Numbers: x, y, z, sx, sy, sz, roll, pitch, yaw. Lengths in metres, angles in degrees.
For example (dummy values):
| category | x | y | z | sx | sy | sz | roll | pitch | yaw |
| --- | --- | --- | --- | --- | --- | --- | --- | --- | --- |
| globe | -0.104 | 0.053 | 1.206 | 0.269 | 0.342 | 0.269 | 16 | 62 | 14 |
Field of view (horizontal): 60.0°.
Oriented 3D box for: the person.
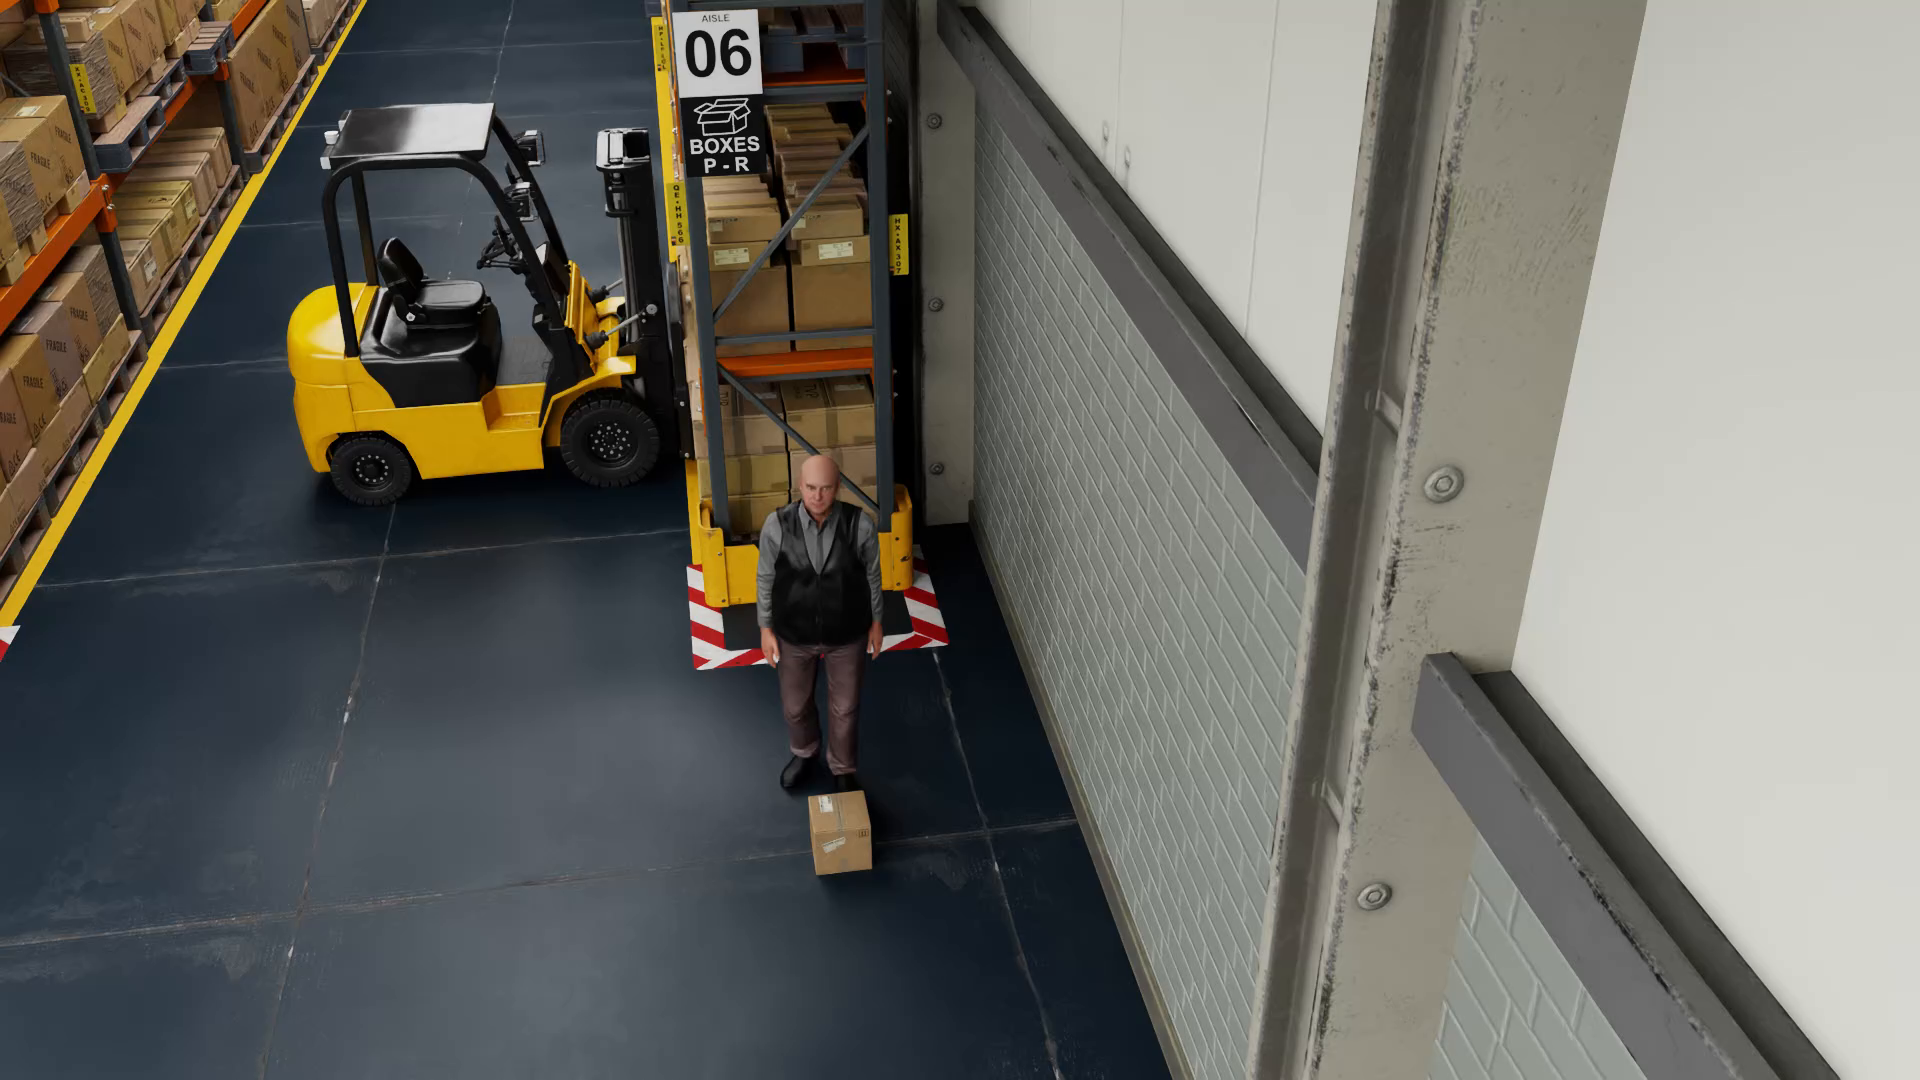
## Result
| category | x | y | z | sx | sy | sz | roll | pitch | yaw |
| --- | --- | --- | --- | --- | --- | --- | --- | --- | --- |
| person | -0.620 | 0.413 | 7.443 | 0.562 | 1.722 | 0.453 | -1 | 31 | -2 |
